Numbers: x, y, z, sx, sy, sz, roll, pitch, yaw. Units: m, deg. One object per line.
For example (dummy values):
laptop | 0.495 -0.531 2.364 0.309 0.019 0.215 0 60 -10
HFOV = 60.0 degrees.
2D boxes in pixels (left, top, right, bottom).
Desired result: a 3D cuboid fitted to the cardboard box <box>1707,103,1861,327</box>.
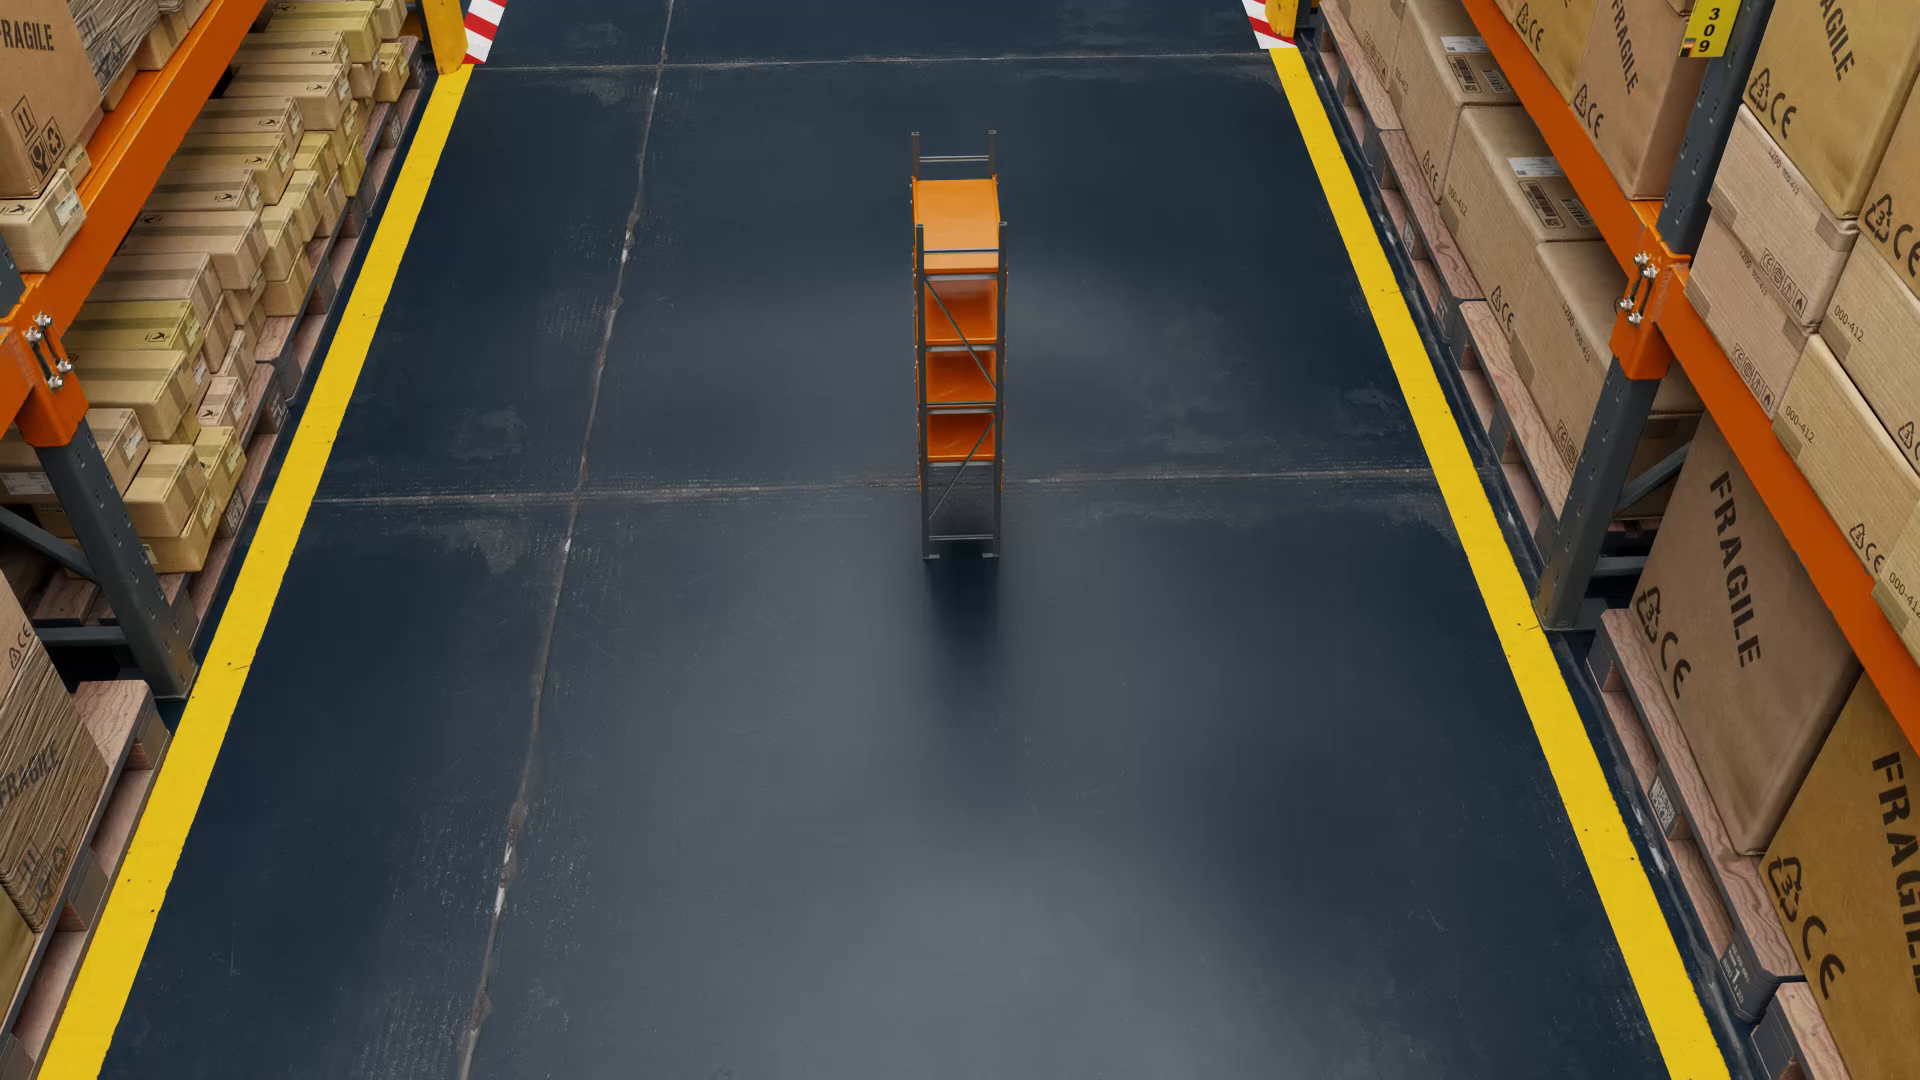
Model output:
cardboard box | 1.969 -0.708 3.543 0.500 0.250 0.500 -3 43 -3

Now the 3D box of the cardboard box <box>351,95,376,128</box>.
cardboard box | -2.611 -1.777 6.768 0.380 0.149 0.250 -2 43 -2

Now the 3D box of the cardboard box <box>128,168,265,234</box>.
cardboard box | -2.587 -1.124 5.615 0.380 0.149 0.250 -3 43 -4

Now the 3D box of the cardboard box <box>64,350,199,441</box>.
cardboard box | -2.470 -0.423 4.850 0.380 0.149 0.250 0 43 0

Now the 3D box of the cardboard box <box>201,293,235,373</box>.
cardboard box | -2.561 -0.655 5.324 0.380 0.149 0.250 -4 43 -4

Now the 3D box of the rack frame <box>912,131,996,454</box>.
rack frame | -0.017 -0.719 5.146 0.240 1.200 0.015 -2 43 -2

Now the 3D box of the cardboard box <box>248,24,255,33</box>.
cardboard box | -3.065 -2.151 6.736 0.380 0.149 0.250 -1 43 -1

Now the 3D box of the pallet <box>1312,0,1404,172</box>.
pallet | 2.174 -2.019 7.296 1.003 0.211 1.213 -2 43 -2

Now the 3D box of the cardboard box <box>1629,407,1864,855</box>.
cardboard box | 2.338 0.161 4.116 0.875 0.875 0.875 0 43 0

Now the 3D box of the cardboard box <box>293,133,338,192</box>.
cardboard box | -2.521 -1.366 6.099 0.380 0.149 0.250 0 43 0

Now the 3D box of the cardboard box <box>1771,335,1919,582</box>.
cardboard box | 2.010 -0.175 3.332 0.500 0.250 0.500 -3 43 -3

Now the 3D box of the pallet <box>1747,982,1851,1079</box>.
pallet | 2.395 1.488 3.470 1.003 0.211 1.213 -2 43 -2

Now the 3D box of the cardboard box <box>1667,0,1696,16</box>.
cardboard box | 1.936 -1.600 3.962 0.500 0.500 0.500 -2 43 -2

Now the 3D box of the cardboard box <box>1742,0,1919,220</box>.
cardboard box | 1.963 -0.984 3.290 0.500 0.500 0.500 -1 43 -1

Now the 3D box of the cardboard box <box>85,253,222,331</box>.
cardboard box | -2.564 -0.768 5.226 0.380 0.149 0.250 -3 43 -3

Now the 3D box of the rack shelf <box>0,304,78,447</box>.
rack shelf | -2.625 0.942 2.535 1.077 0.370 4.000 -2 43 -2

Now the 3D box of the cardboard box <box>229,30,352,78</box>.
cardboard box | -2.565 -1.828 6.383 0.380 0.149 0.250 -3 43 -4

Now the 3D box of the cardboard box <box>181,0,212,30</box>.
cardboard box | -2.499 -1.669 5.037 0.380 0.149 0.250 0 43 0

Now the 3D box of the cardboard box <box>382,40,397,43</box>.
cardboard box | -2.649 -2.129 7.151 0.380 0.149 0.250 -1 43 -1

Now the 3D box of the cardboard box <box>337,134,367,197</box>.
cardboard box | -2.514 -1.440 6.401 0.380 0.149 0.250 -3 43 -4

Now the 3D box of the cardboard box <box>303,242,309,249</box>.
cardboard box | -2.587 -1.082 6.010 0.380 0.149 0.250 -1 43 -1

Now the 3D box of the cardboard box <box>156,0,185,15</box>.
cardboard box | -2.492 -1.837 4.740 0.500 0.500 0.500 -2 43 -3

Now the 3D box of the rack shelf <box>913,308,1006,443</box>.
rack shelf | -0.007 -0.504 5.012 0.258 0.148 0.480 -2 43 -2

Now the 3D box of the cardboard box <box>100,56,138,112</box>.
cardboard box | -2.549 -1.316 4.652 0.380 0.149 0.250 -3 43 -4

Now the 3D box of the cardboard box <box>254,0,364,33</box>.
cardboard box | -2.650 -2.176 6.763 0.380 0.149 0.250 -1 43 -1

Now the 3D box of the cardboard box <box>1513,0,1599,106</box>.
cardboard box | 1.929 -1.574 4.673 0.500 0.500 0.500 -3 43 -3

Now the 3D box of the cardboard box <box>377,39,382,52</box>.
cardboard box | -2.615 -2.062 6.858 0.380 0.149 0.250 -3 43 -3

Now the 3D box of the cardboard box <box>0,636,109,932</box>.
cardboard box | -2.426 0.585 3.931 0.500 0.500 0.500 -2 43 -3

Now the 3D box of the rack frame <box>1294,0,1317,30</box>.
rack frame | 2.062 -3.584 6.941 1.000 3.000 0.127 -2 43 -2

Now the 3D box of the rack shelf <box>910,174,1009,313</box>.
rack shelf | -0.007 -0.844 4.701 0.258 0.148 0.480 -2 43 -2

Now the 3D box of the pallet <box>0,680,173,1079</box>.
pallet | -2.675 0.880 4.134 1.003 0.211 1.213 -2 43 -2

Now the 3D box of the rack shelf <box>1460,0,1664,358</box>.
rack shelf | 2.147 -1.969 5.711 1.077 0.370 4.000 -2 43 -2

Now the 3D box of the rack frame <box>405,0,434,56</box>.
rack frame | -2.879 -3.374 6.711 1.000 3.000 0.127 -2 43 -2

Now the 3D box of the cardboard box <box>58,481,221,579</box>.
cardboard box | -2.404 -0.033 4.865 0.380 0.149 0.250 -3 43 -4

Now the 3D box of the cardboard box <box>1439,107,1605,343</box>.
cardboard box | 2.274 -1.126 5.843 0.875 0.438 0.875 -3 43 -3

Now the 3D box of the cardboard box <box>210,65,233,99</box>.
cardboard box | -3.060 -1.877 6.657 0.380 0.149 0.250 -1 43 -1

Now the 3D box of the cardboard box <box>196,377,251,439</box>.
cardboard box | -2.478 -0.379 5.242 0.380 0.149 0.250 -2 43 -2

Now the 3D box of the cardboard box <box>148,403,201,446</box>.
cardboard box | -2.506 -0.309 4.947 0.380 0.149 0.250 -1 43 -1

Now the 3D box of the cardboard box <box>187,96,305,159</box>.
cardboard box | -2.597 -1.467 5.990 0.380 0.149 0.250 -3 43 -3

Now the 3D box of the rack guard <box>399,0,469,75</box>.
rack guard | -2.876 -2.401 7.500 1.175 0.500 0.348 -2 43 -2

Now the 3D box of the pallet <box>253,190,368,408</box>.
pallet | -2.828 -0.924 6.102 1.003 0.211 1.213 -2 43 -2

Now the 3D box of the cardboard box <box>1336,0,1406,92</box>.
cardboard box | 2.190 -2.352 7.181 0.875 0.438 0.875 -3 43 -3

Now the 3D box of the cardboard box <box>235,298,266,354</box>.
cardboard box | -2.585 -0.729 5.625 0.380 0.149 0.250 -3 43 -4

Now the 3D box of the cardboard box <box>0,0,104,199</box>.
cardboard box | -2.479 -1.162 4.003 0.500 0.500 0.500 -2 43 -3

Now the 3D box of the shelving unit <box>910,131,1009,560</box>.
shelving unit | -0.007 -0.554 4.966 0.258 1.200 0.503 -2 43 -2

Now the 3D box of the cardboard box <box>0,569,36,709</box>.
cardboard box | -2.425 0.312 3.674 0.500 0.250 0.500 -3 43 -3

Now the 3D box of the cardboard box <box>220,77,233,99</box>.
cardboard box | -2.639 -1.704 6.468 0.380 0.149 0.250 -2 43 -2

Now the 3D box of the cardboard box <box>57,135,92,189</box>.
cardboard box | -2.480 -0.954 4.257 0.380 0.149 0.250 0 43 -1

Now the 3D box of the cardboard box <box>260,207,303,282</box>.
cardboard box | -2.496 -1.014 5.715 0.380 0.149 0.250 -2 43 -2

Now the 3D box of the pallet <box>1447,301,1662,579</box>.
pallet | 2.278 -0.372 5.499 1.003 0.211 1.213 -2 43 -2

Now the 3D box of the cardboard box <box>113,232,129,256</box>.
cardboard box | -3.028 -0.979 5.677 0.380 0.149 0.250 -4 43 -4
